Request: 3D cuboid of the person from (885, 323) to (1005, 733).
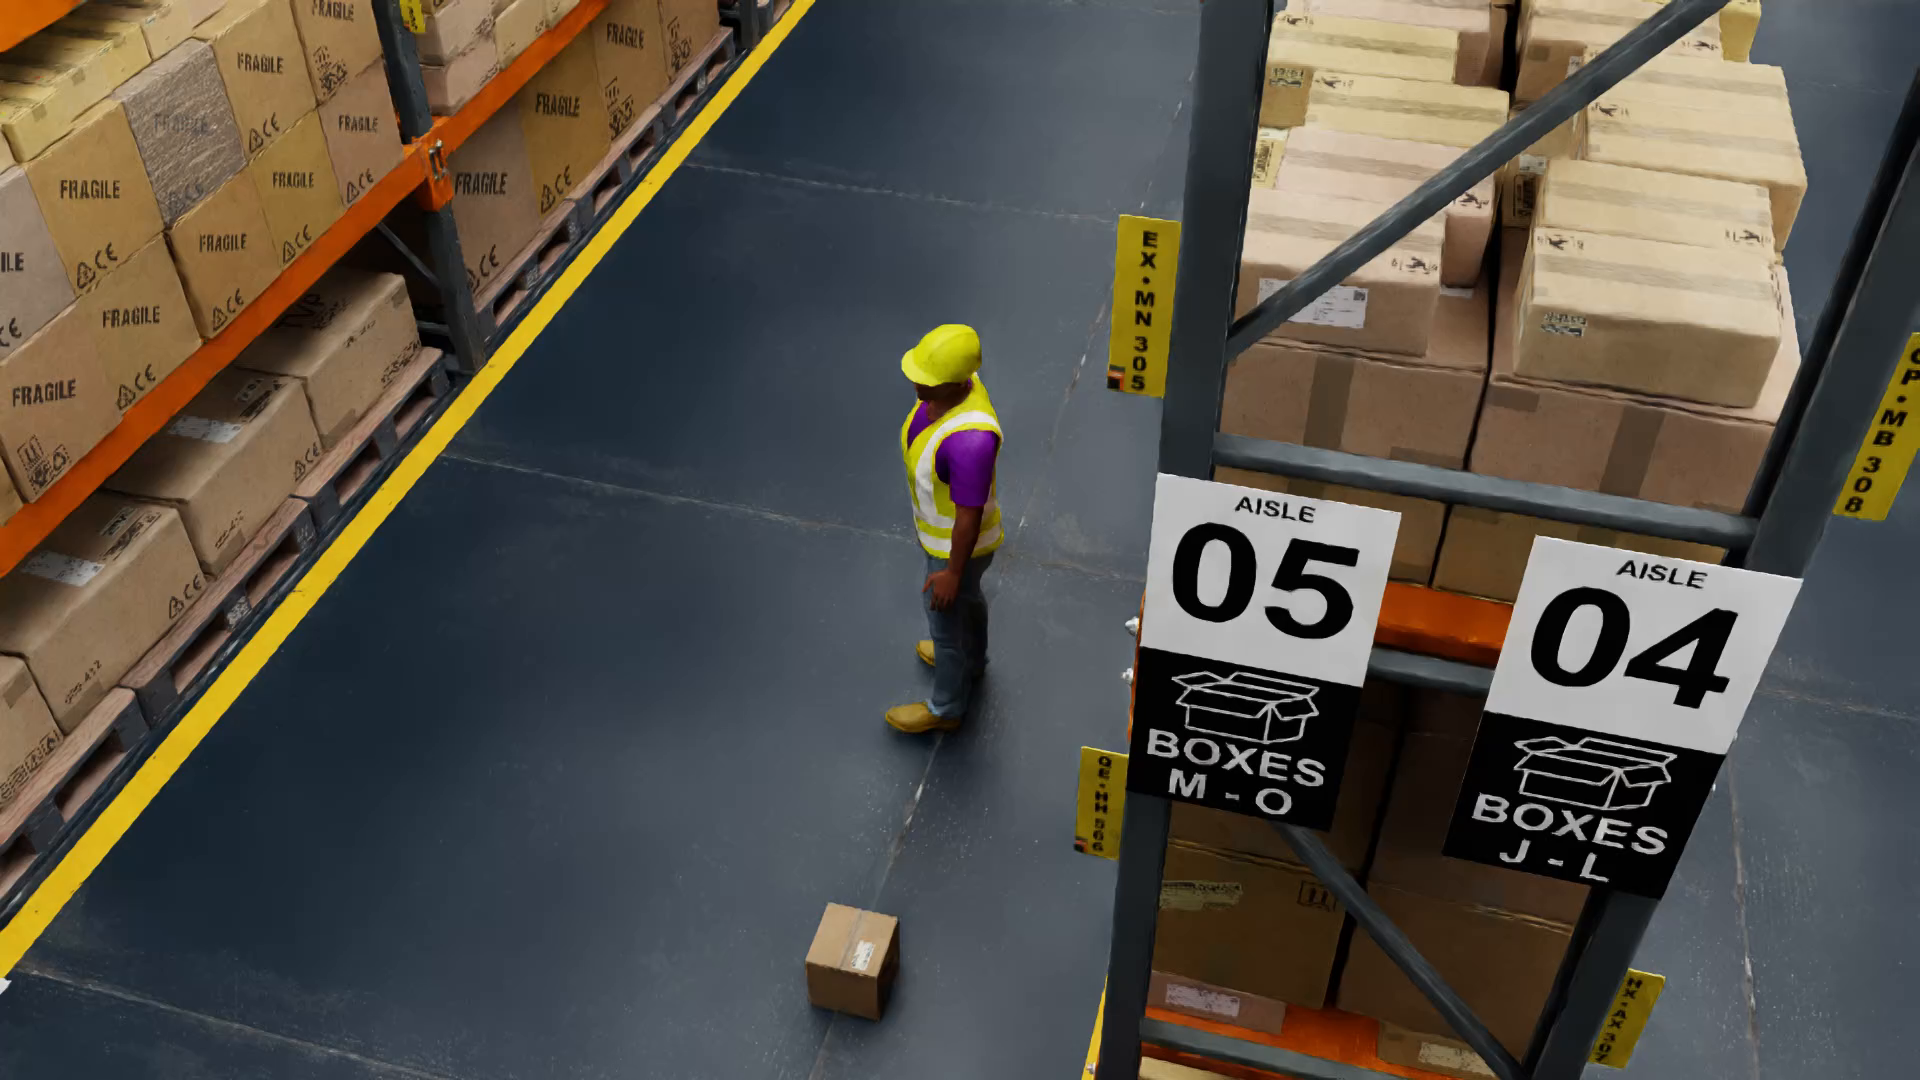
[{"bbox_3d":[-0.086,-0.037,6.136,0.470,1.770,0.636,-6,41,-7],"label":"person"}]
